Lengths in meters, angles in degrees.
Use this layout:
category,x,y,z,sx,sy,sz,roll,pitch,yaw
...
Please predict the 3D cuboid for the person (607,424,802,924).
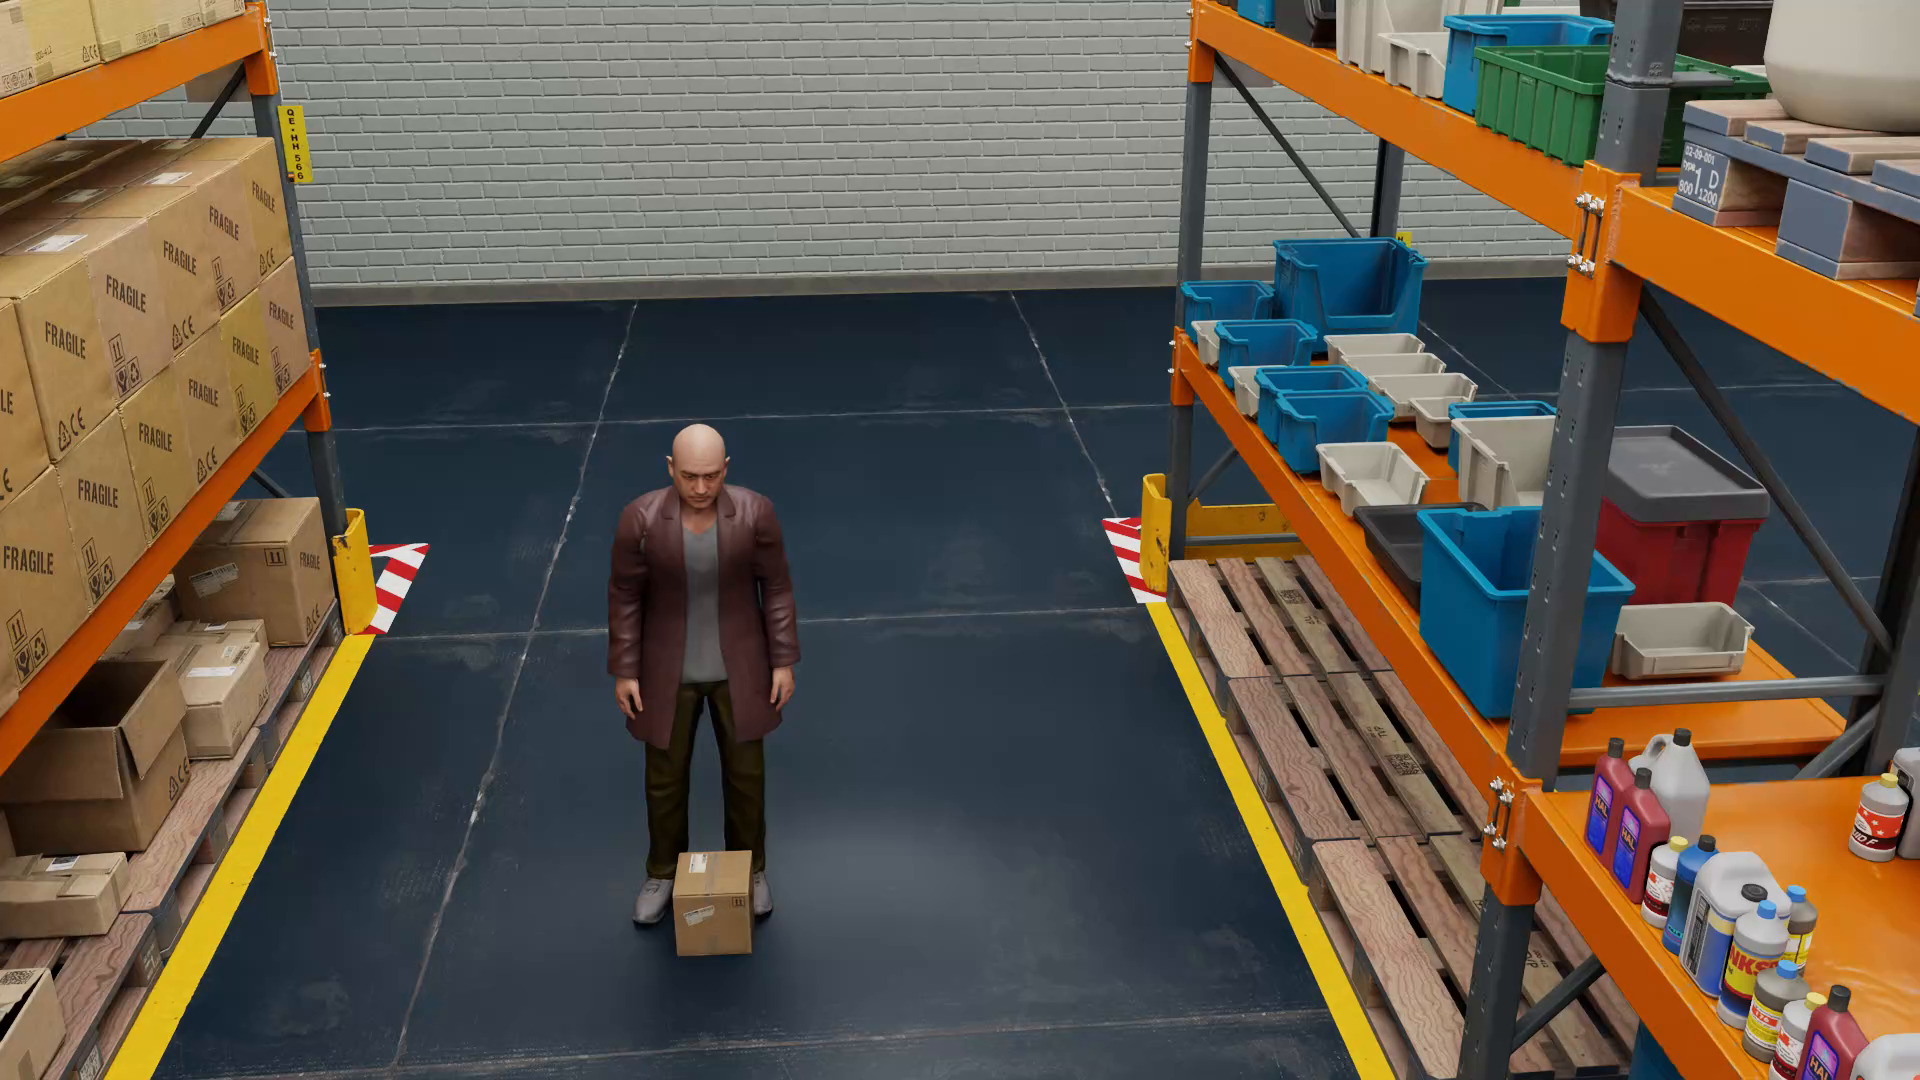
category,x,y,z,sx,sy,sz,roll,pitch,yaw
person,-0.857,0.441,5.601,0.648,1.772,0.429,-4,24,-8
